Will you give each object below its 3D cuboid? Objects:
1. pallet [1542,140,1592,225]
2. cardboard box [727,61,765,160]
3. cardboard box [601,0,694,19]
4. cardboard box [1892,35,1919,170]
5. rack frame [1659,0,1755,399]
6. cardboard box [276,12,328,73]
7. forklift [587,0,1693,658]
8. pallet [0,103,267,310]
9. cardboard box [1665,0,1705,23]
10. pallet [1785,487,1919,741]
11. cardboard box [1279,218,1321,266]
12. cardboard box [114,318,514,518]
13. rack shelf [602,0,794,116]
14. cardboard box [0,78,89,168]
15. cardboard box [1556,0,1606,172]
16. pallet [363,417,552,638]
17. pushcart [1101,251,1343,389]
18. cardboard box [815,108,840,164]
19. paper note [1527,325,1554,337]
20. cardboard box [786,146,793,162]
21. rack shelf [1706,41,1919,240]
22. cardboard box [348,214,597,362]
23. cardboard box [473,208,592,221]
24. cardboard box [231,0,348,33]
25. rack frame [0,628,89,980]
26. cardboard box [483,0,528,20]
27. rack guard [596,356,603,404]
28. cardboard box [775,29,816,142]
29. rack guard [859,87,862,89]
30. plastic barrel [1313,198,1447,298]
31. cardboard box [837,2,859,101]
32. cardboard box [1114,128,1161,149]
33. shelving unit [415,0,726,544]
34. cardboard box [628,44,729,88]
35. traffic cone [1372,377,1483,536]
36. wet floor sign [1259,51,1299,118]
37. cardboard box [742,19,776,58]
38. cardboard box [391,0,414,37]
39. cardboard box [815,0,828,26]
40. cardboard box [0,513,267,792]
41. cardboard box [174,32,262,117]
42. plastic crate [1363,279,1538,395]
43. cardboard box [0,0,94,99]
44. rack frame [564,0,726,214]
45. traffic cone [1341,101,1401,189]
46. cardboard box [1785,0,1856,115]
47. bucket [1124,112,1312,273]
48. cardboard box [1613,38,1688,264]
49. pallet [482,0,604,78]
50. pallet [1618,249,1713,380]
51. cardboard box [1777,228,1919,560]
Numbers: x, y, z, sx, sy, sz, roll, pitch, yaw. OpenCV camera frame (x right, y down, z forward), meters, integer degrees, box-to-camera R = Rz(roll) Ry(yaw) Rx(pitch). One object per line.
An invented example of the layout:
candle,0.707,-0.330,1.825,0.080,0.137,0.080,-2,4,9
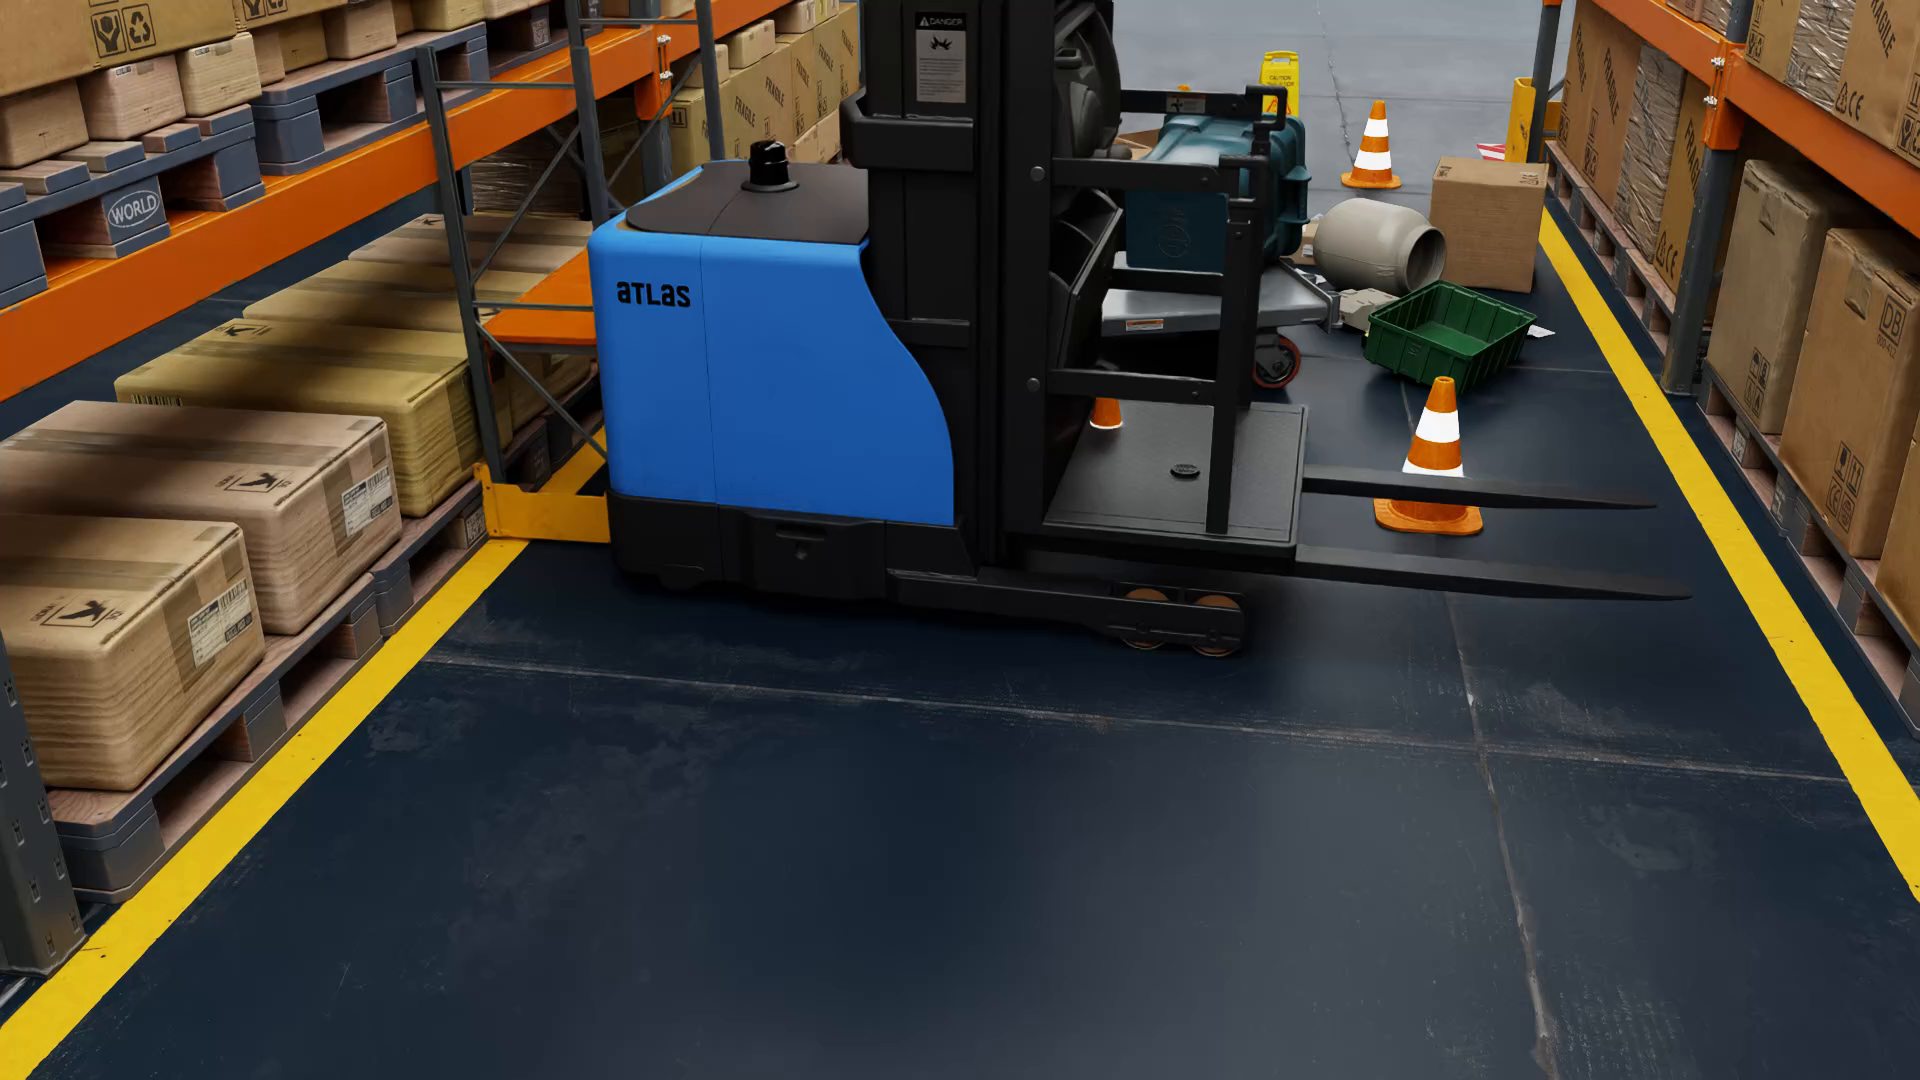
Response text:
pallet,3.835,-1.974,9.219,1.003,0.211,1.213,4,25,9
cardboard box,-1.226,-1.942,7.725,0.500,0.500,0.500,5,26,11
cardboard box,-1.297,-2.201,6.710,0.380,0.149,0.250,4,25,8
cardboard box,2.634,-1.116,3.978,0.500,0.500,0.500,4,25,9
rack frame,3.235,-1.904,5.780,1.000,3.000,0.127,4,25,9
cardboard box,-1.877,-1.299,4.289,0.380,0.149,0.250,5,26,11
forklift,0.536,-1.253,4.469,3.031,2.935,1.130,5,26,11
pallet,-2.307,-0.751,3.542,1.213,0.211,1.003,4,25,9
cardboard box,3.351,-2.359,6.574,0.875,0.550,0.550,4,25,9
pallet,2.986,0.198,4.577,1.003,0.211,1.213,4,25,9
cardboard box,1.699,-1.513,8.168,0.396,0.266,0.258,8,26,18
cardboard box,-1.974,-0.394,5.157,0.950,0.372,0.625,5,26,10
rack shelf,-1.338,-2.716,8.362,1.077,0.370,4.000,4,25,9
cardboard box,-2.003,-0.847,3.323,0.380,0.149,0.250,2,25,5
cardboard box,3.843,-2.517,9.100,0.875,0.875,0.875,4,25,9
pallet,-1.988,-0.105,5.224,1.003,0.211,1.213,4,25,9
pushcart,0.592,-0.880,6.686,1.648,0.377,0.936,-5,25,-10
cardboard box,-0.970,-2.250,9.267,0.500,0.250,0.500,4,25,9
paper note,2.451,-0.904,7.144,0.147,0.020,0.142,-14,29,-27
cardboard box,-1.142,-1.824,8.357,0.500,0.250,0.500,4,25,8
rack shelf,2.908,-0.742,4.146,1.077,0.370,4.000,4,25,9
cardboard box,-1.748,-0.986,6.421,0.950,0.372,0.625,4,25,9
cardboard box,-1.834,-1.416,7.484,0.500,0.250,0.500,5,26,11
cardboard box,-1.858,-1.515,3.985,0.500,0.500,0.500,4,25,9
rack frame,-2.319,-0.532,2.848,1.000,3.000,0.127,4,25,9
cardboard box,-1.582,-1.721,5.189,0.380,0.149,0.250,4,25,9
rack guard,-1.026,-0.570,6.053,0.587,0.250,0.087,4,27,11
cardboard box,-1.056,-2.380,8.660,0.500,0.500,0.500,3,25,7
rack guard,-1.024,-2.714,10.459,1.175,0.500,0.348,4,25,9
plastic barrel,1.907,-1.318,7.567,0.421,0.421,0.512,-20,32,-36
cardboard box,-0.885,-2.809,9.577,0.500,0.500,0.500,4,25,9
cardboard box,1.199,-1.837,8.582,0.797,0.503,0.637,-14,29,-27
shelving unit,-1.141,-0.906,5.338,0.587,1.500,1.083,4,27,11
cardboard box,-1.223,-2.059,7.210,0.380,0.149,0.250,4,25,9
traffic cone,1.526,-0.299,5.343,0.336,0.463,0.334,4,25,9
wet floor sign,1.940,-2.660,10.172,0.267,0.644,0.232,0,25,-1
cardboard box,-1.099,-2.387,7.910,0.380,0.149,0.250,5,26,12
cardboard box,-1.802,-1.518,4.756,0.380,0.149,0.250,3,25,7
cardboard box,-0.923,-2.840,8.877,0.380,0.149,0.250,4,25,9
cardboard box,-2.217,0.232,3.820,0.950,0.372,0.625,2,25,5
cardboard box,-1.847,-1.072,3.804,0.380,0.149,0.250,4,25,9
plastic crate,1.971,-0.820,6.713,0.450,0.188,0.662,29,36,30
cardboard box,-2.017,-1.074,3.043,0.500,0.500,0.500,3,25,7
rack frame,-1.041,-1.137,5.790,0.500,1.500,0.032,4,27,11
traffic cone,2.401,-2.305,9.628,0.336,0.463,0.334,4,25,9
cardboard box,2.802,-1.537,4.878,0.500,0.500,0.500,4,25,9
bucket,0.983,-1.327,6.615,0.726,0.611,0.620,13,38,26
cardboard box,3.550,-1.768,7.499,0.875,0.875,0.875,4,25,9
pallet,-1.933,-1.809,5.802,1.003,0.211,1.213,4,25,9
pallet,3.436,-0.954,7.039,1.003,0.211,1.213,4,25,9
cardboard box,3.061,-0.407,4.739,1.050,0.750,0.750,4,25,9
